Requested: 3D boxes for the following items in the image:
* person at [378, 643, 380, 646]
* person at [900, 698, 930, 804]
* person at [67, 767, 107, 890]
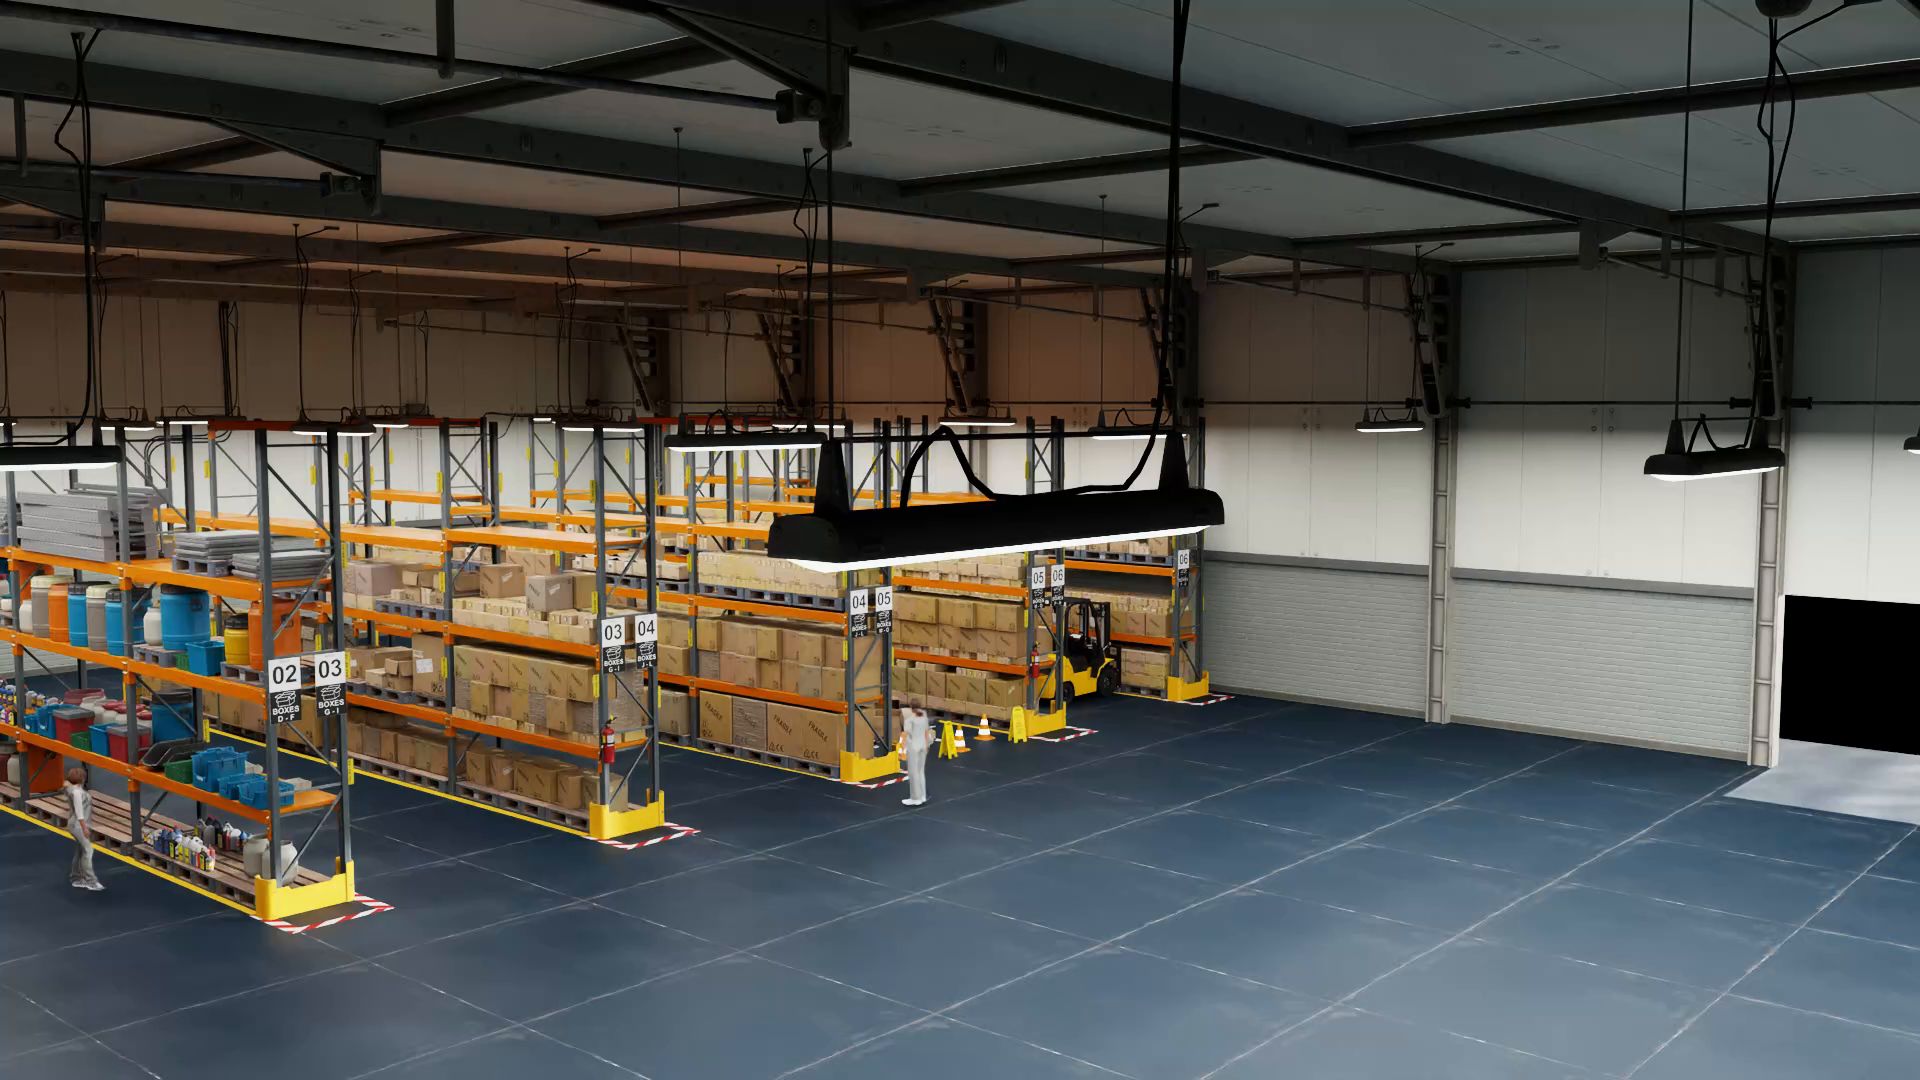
[{"bbox_3d":[-11.292,2.810,32.406,0.475,1.674,0.487,1,5,6],"label":"person"},{"bbox_3d":[-0.700,3.329,26.168,0.532,1.708,0.373,-4,6,-37],"label":"person"},{"bbox_3d":[-11.381,3.758,21.675,0.486,1.630,0.423,-1,5,-17],"label":"person"}]
